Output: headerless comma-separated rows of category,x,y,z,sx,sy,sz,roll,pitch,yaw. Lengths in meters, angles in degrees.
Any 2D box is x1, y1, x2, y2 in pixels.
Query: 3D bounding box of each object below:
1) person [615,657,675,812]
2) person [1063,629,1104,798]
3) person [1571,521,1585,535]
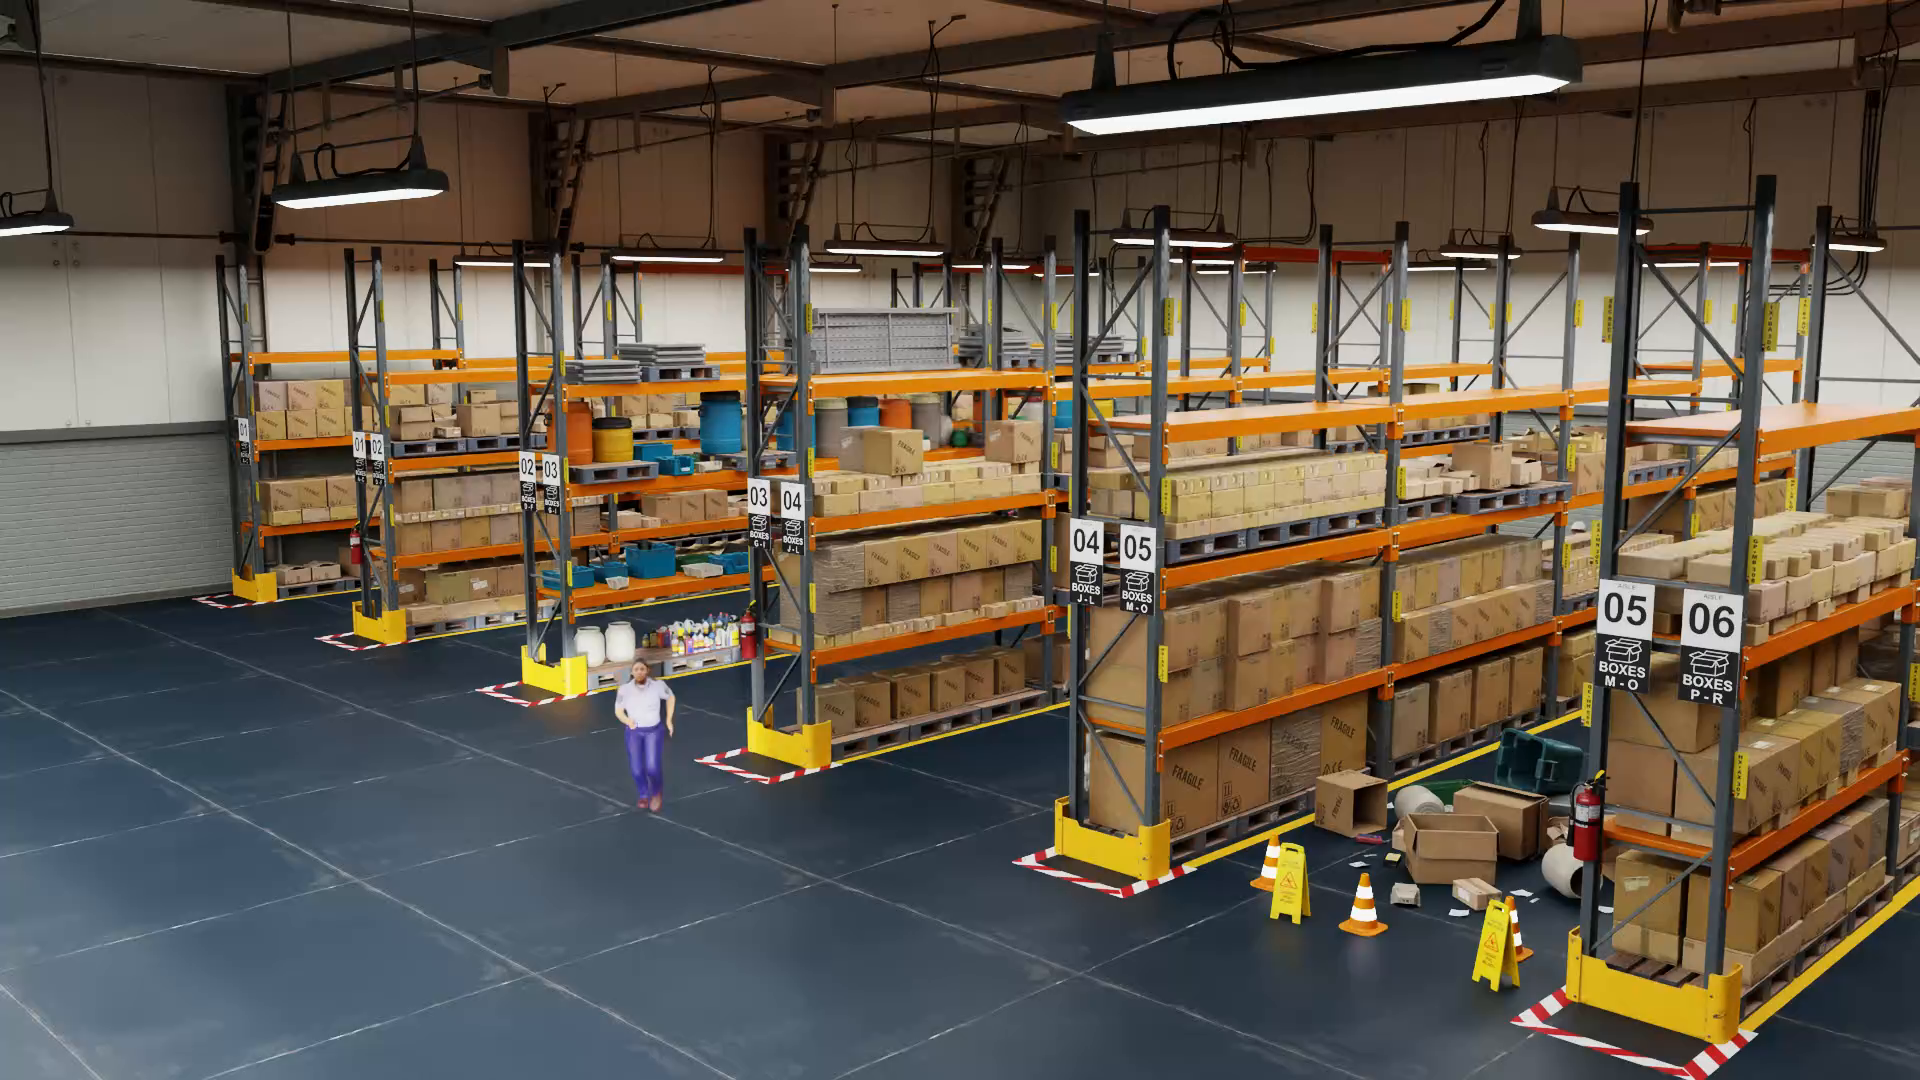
person,-3.197,2.029,16.857,0.577,1.523,0.724,0,8,-3
person,1.403,1.788,17.481,0.654,1.783,0.988,6,10,37
person,9.784,0.594,26.293,0.877,1.818,0.627,-8,11,-44
